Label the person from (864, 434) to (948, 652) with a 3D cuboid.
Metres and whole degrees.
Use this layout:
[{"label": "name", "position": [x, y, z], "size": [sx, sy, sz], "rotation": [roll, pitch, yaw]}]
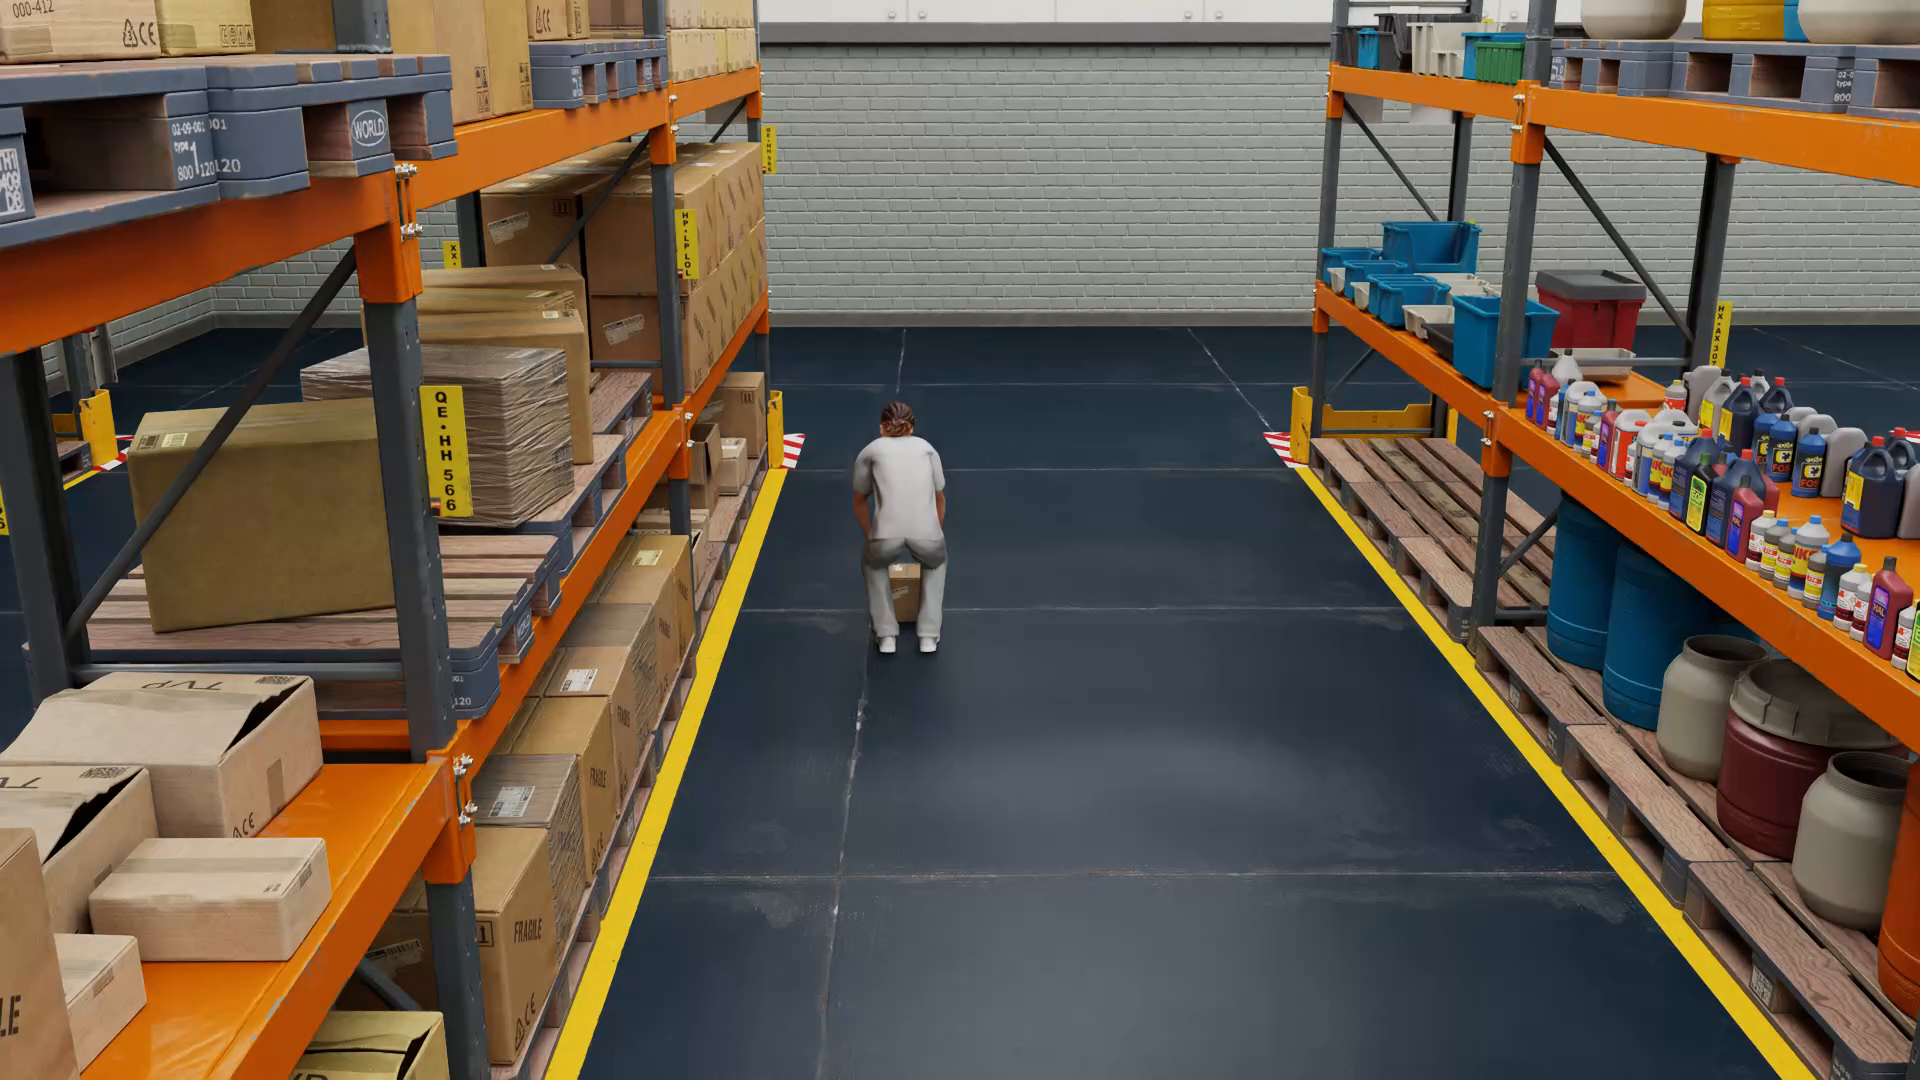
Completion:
[{"label": "person", "position": [-0.284, -0.006, 8.674], "size": [0.437, 1.022, 0.872], "rotation": [-1, 17, -3]}]
